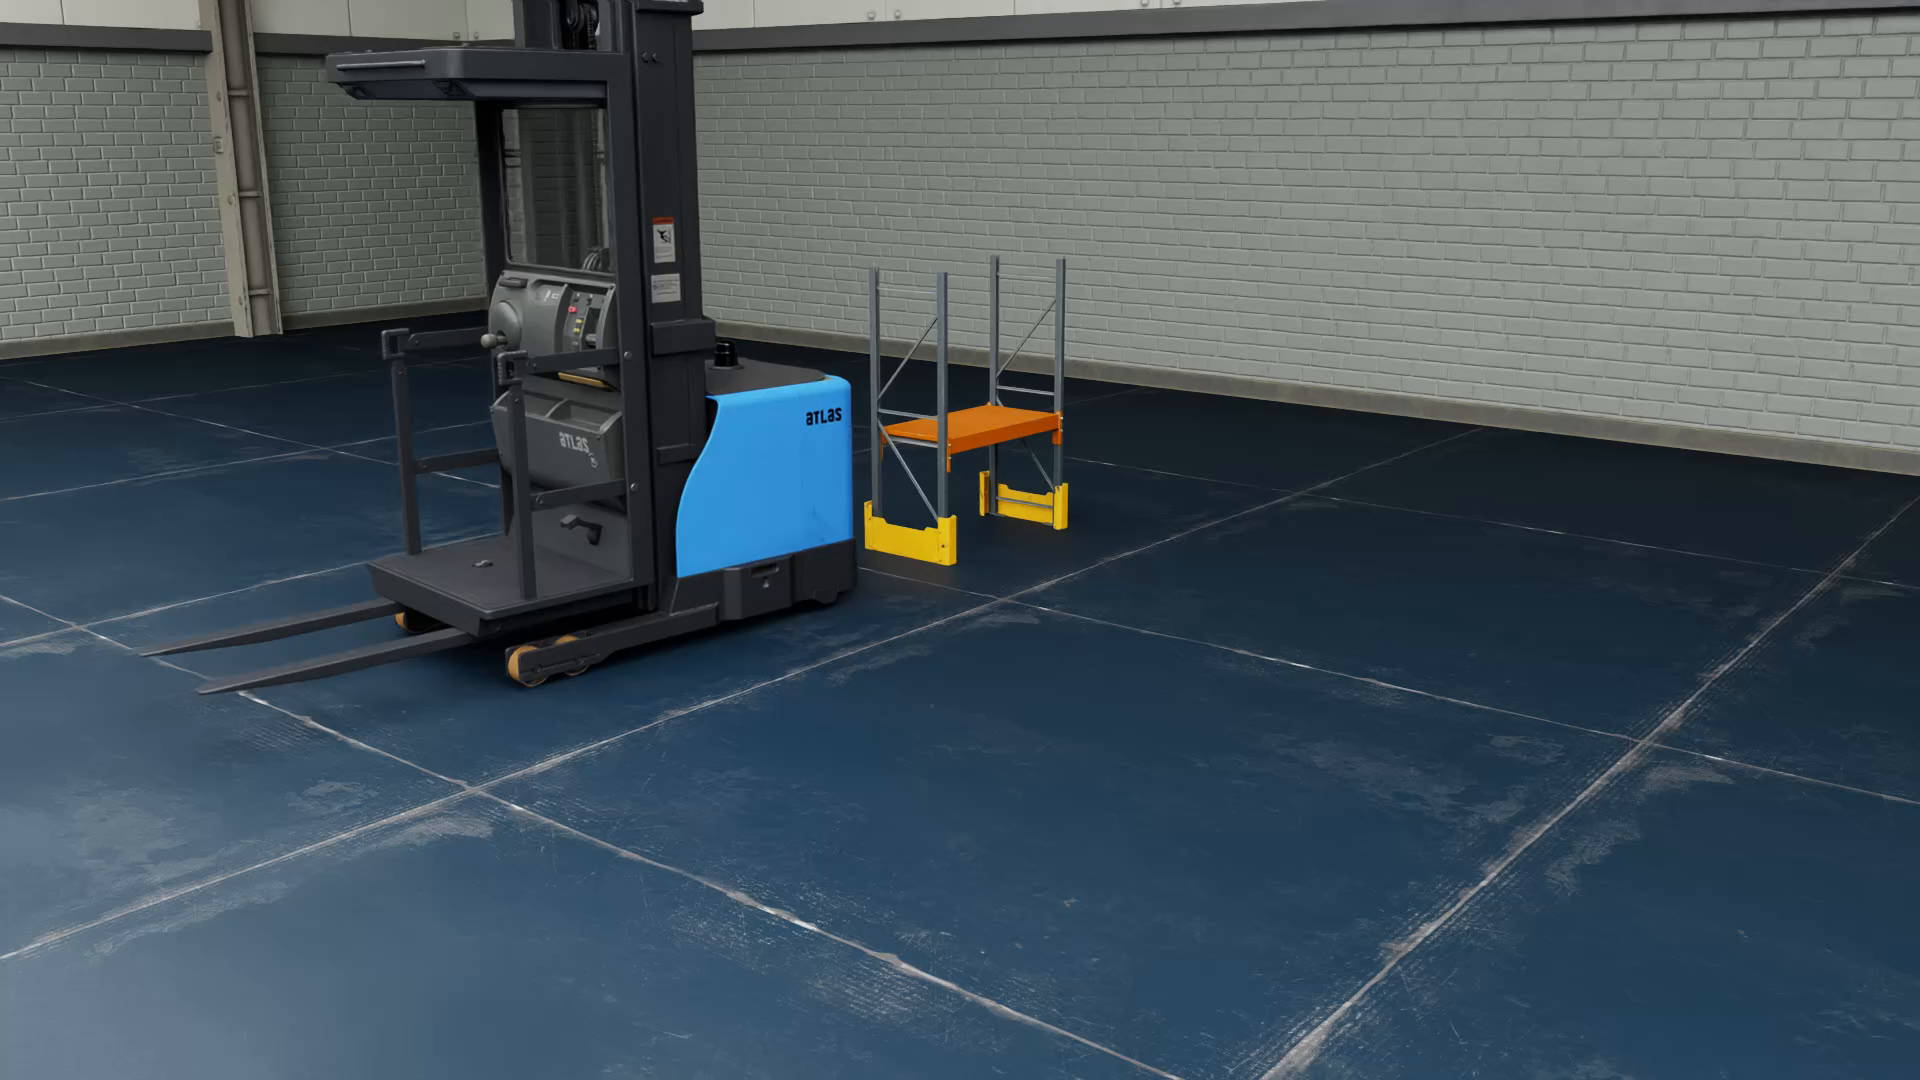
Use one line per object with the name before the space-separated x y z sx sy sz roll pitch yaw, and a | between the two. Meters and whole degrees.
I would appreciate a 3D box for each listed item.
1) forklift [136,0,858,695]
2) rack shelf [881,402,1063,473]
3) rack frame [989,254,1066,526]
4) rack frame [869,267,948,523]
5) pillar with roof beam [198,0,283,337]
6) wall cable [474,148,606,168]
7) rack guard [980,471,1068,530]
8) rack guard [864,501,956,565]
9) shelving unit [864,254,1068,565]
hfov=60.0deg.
forklift | -1.900 -0.967 6.975 3.031 2.935 1.130 -13 19 -42
rack shelf | 0.054 -0.569 9.047 0.538 0.185 1.000 11 18 38
rack frame | 0.373 -0.841 9.386 0.500 1.500 0.032 11 18 38
rack frame | -0.266 -0.646 8.619 0.500 1.500 0.032 11 18 38
pillar with roof beam | -4.143 -5.890 14.034 9.100 9.000 0.400 11 18 38
wall cable | -4.611 -5.411 18.454 3.097 2.526 0.112 11 18 38
rack guard | 0.361 -0.231 9.525 0.587 0.250 0.087 11 18 38
rack guard | -0.265 -0.040 8.774 0.587 0.250 0.087 11 18 38
shelving unit | 0.048 -0.742 8.996 0.587 1.500 1.083 11 18 38
